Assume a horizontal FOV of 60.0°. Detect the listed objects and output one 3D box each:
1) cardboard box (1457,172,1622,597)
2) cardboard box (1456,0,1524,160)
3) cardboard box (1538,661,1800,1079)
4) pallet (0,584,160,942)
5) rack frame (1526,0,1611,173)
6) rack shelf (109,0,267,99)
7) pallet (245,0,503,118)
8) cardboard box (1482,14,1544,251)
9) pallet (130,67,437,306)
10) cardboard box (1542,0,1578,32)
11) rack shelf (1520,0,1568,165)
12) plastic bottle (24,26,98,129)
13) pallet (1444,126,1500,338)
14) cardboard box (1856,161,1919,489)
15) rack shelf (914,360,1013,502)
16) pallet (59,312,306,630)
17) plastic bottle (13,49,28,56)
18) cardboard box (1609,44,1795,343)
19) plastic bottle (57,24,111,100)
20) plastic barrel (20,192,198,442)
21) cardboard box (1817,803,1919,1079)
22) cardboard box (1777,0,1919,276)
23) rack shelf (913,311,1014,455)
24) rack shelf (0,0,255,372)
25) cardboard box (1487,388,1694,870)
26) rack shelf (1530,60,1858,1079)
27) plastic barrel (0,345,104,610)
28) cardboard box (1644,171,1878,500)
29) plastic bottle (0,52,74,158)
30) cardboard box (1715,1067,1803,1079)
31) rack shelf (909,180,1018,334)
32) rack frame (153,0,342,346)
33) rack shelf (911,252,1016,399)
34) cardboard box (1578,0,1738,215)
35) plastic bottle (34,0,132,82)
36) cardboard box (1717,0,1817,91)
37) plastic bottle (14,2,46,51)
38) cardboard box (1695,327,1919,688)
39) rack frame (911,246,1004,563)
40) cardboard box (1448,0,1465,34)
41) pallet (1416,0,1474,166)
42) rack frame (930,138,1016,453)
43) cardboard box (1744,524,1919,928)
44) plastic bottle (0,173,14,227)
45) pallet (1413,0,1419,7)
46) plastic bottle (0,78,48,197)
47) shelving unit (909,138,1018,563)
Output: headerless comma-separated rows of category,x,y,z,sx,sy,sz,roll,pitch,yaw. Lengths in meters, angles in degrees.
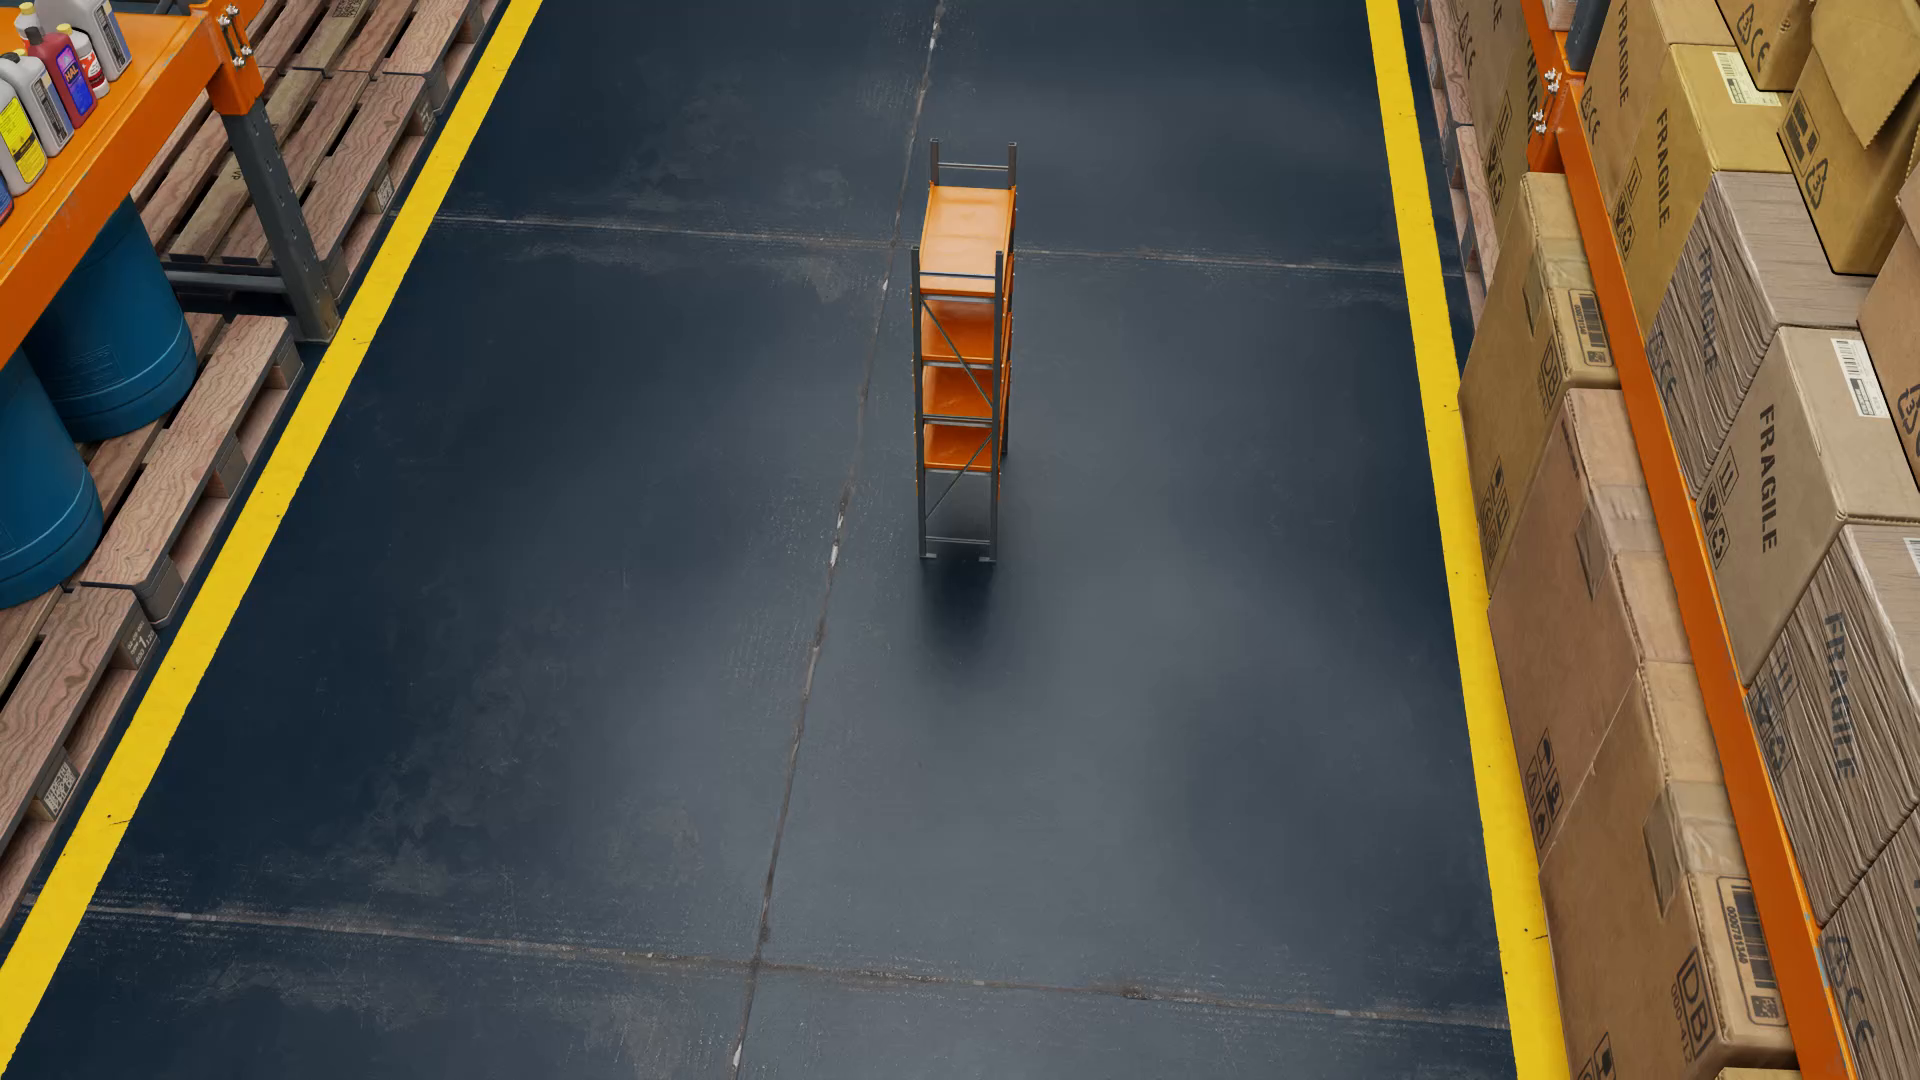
cardboard box,2.176,-0.400,4.738,1.225,0.875,0.875,4,48,4
cardboard box,2.436,-2.012,6.213,0.875,0.875,0.875,4,48,4
cardboard box,2.022,0.908,3.542,1.225,0.875,0.875,4,48,4
pallet,-2.939,0.624,4.536,1.003,0.211,1.213,4,48,4
rack frame,2.214,-1.447,4.540,1.000,3.000,0.127,4,48,4
rack shelf,-2.536,-3.007,6.455,1.077,0.370,4.000,4,48,4
pallet,-2.581,-2.281,7.193,1.003,0.211,1.213,4,48,4
cardboard box,2.354,-1.351,5.608,0.875,0.875,0.875,4,48,4
pallet,-2.690,-1.382,6.371,1.003,0.211,1.213,4,48,4
cardboard box,1.916,-1.608,4.858,0.380,0.149,0.250,4,48,4
rack shelf,2.396,-2.674,6.150,1.077,0.370,4.000,4,48,4
plastic bottle,-2.408,-1.256,4.445,0.061,0.283,0.133,4,48,4
pallet,2.361,-1.059,6.076,1.003,0.211,1.213,4,48,4
cardboard box,2.049,-0.388,2.824,0.797,0.503,0.637,5,48,5
rack shelf,0.015,-0.347,5.115,0.258,0.148,0.480,4,48,4
pallet,-2.830,-0.274,5.358,1.003,0.211,1.213,4,48,4
plastic bottle,-2.488,-1.220,4.468,0.097,0.201,0.097,0,48,0
cardboard box,1.878,-0.790,3.872,0.500,0.500,0.500,4,48,4
plastic bottle,-2.416,-1.314,4.554,0.097,0.201,0.097,0,48,0
plastic barrel,-2.785,-0.815,5.100,0.600,0.901,0.708,4,48,4
cardboard box,1.699,0.714,2.497,0.500,0.500,0.500,3,48,3
cardboard box,2.090,-0.846,3.243,0.797,0.503,0.637,4,48,4
rack shelf,0.015,-0.481,4.968,0.258,0.148,0.480,4,48,4
rack shelf,-2.901,-0.067,3.766,1.077,0.370,4.000,4,48,4
cardboard box,2.095,0.257,4.137,1.225,0.875,0.875,2,48,2
rack shelf,2.032,0.266,3.462,1.077,0.370,4.000,4,48,4
plastic barrel,-2.849,-0.294,4.624,0.600,0.901,0.708,4,48,4
cardboard box,1.832,-0.422,3.535,0.500,0.500,0.500,3,48,3
plastic bottle,-2.466,-1.158,4.361,0.152,0.276,0.135,4,48,4
cardboard box,1.933,1.562,2.944,1.225,0.875,0.875,2,48,2
rack shelf,0.015,-0.792,4.629,0.258,0.148,0.480,4,48,4
rack frame,-2.718,-1.780,4.845,1.000,3.000,0.127,4,48,4
rack shelf,0.015,-0.632,4.803,0.258,0.148,0.480,4,48,4
cardboard box,1.923,-1.159,4.210,0.500,0.500,0.500,4,48,4
plastic bottle,-2.432,-1.427,4.606,0.152,0.276,0.135,4,48,4
cardboard box,2.164,-1.349,3.704,0.797,0.503,0.637,3,48,3
plastic bottle,-2.558,-1.396,4.629,0.097,0.201,0.097,0,48,0
cardboard box,1.790,-0.042,3.188,0.500,0.500,0.500,5,48,4
rack frame,-0.007,-0.347,4.755,0.240,1.200,0.015,4,48,4
cardboard box,2.517,-2.666,6.811,0.875,0.875,0.875,4,48,4
pallet,2.470,-1.958,6.898,1.003,0.211,1.213,4,48,4
rack frame,0.037,-0.706,5.082,0.240,1.200,0.015,4,48,4
cardboard box,1.743,0.332,2.846,0.500,0.500,0.500,2,48,2
plastic bottle,-2.493,-0.930,4.101,0.144,0.351,0.185,4,48,4
pallet,2.584,-2.852,7.716,1.003,0.211,1.213,4,48,4
plastic bottle,-2.476,-1.066,4.225,0.144,0.351,0.185,4,48,4
shelving unit,0.015,-0.527,4.918,0.258,1.200,0.503,4,48,4
